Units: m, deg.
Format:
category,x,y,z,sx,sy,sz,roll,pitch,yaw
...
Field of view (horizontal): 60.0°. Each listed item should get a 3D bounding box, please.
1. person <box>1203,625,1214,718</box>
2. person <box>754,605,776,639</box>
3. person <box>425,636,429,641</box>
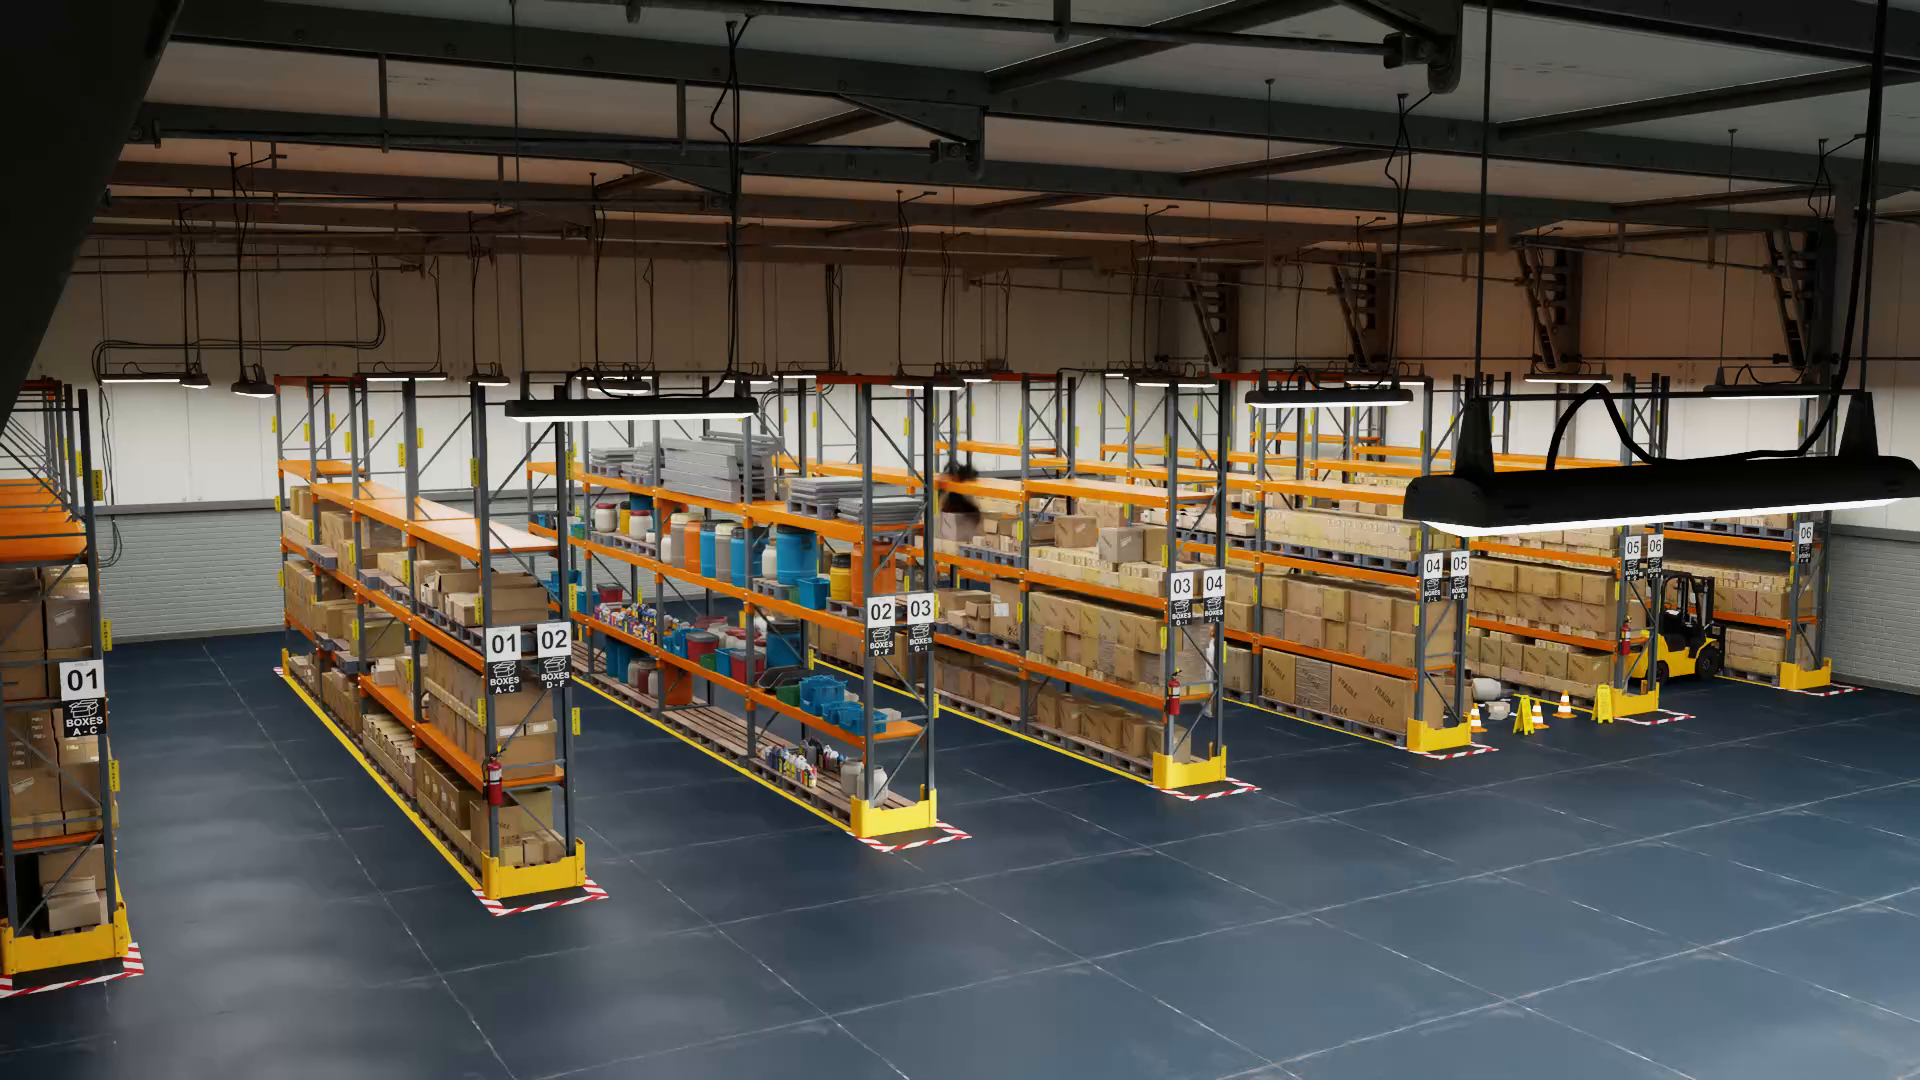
category,x,y,z,sx,sy,sz,roll,pitch,yaw
person,4.385,2.305,29.480,0.608,1.617,0.599,-3,7,-27
person,-3.685,2.026,31.521,0.610,1.681,0.860,-4,7,-29
person,-10.195,1.902,32.688,0.579,1.717,0.697,6,9,44
